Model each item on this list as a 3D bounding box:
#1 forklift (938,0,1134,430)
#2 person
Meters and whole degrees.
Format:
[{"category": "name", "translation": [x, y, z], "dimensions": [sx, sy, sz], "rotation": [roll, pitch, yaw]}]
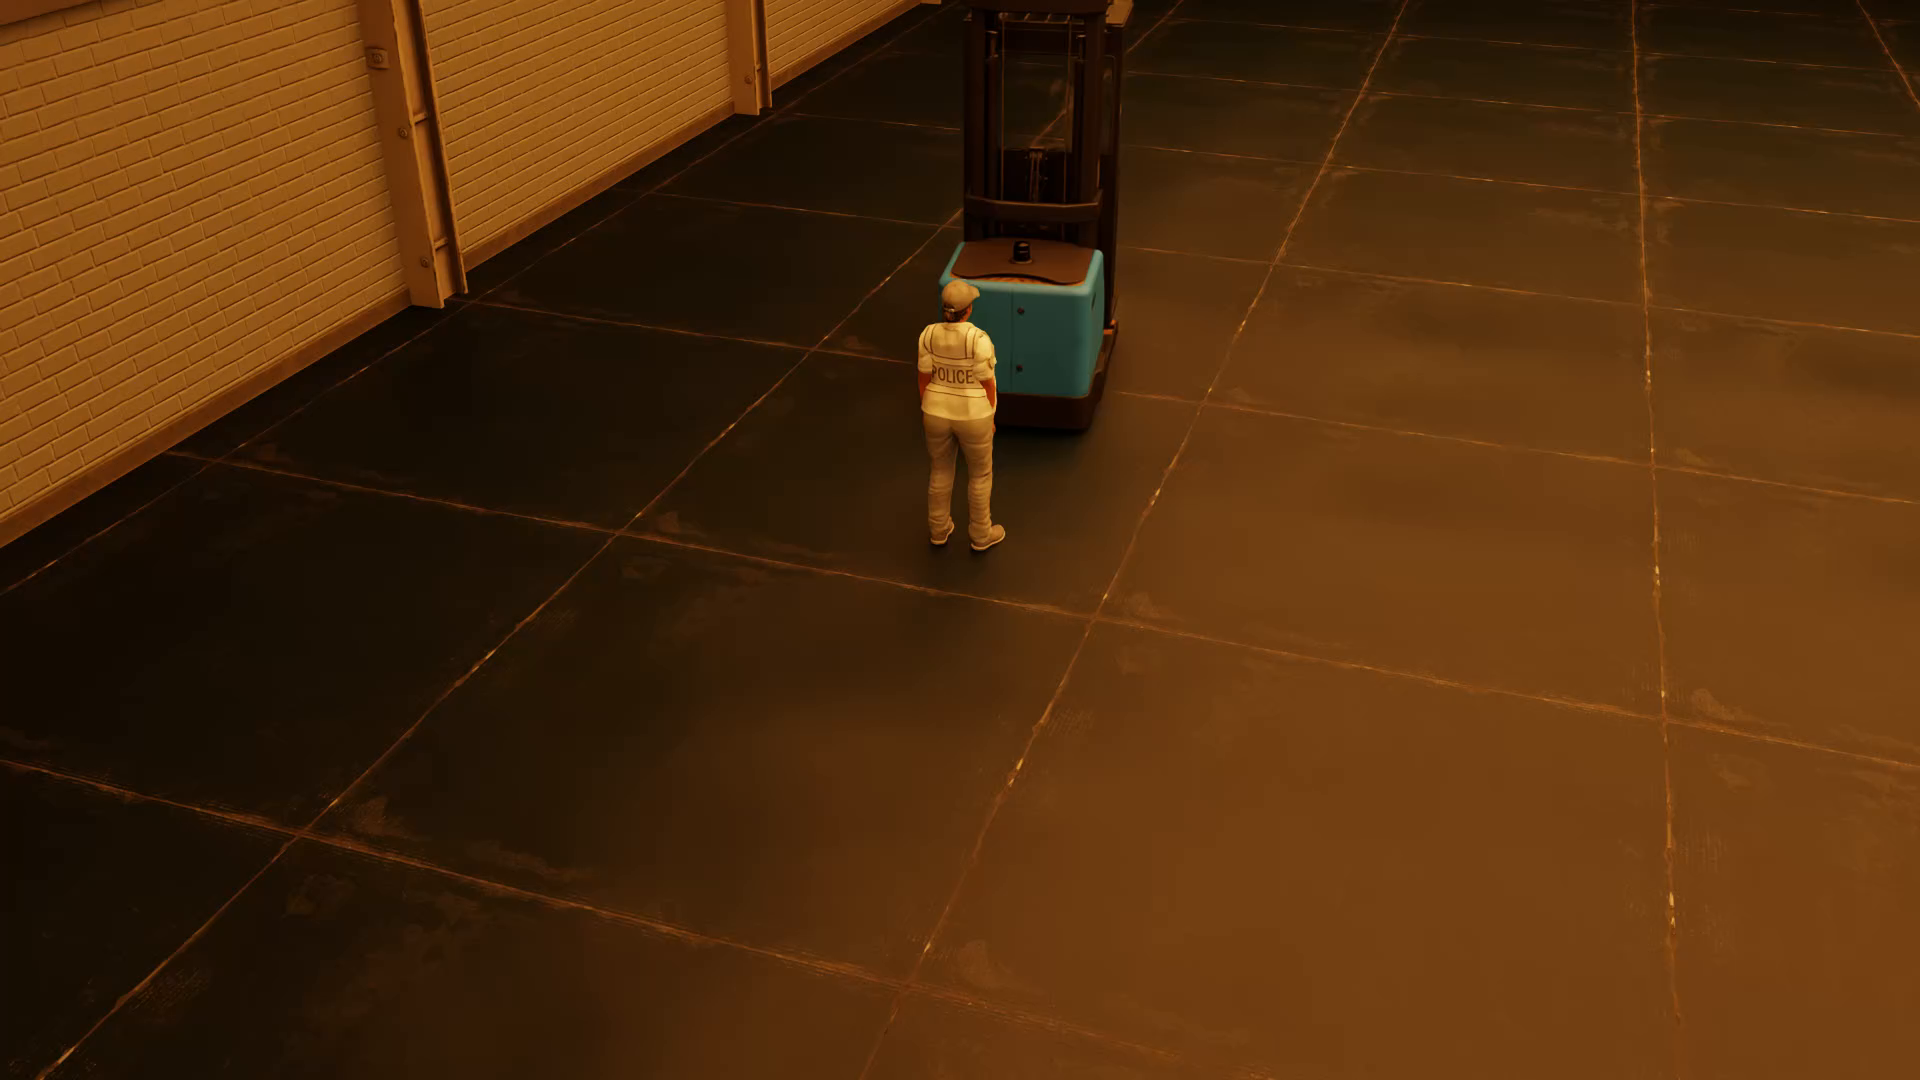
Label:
[{"category": "forklift", "translation": [0.613, -2.728, 11.923], "dimensions": [1.130, 2.935, 3.031], "rotation": [5, 30, 9]}, {"category": "person", "translation": [0.007, -0.721, 9.688], "dimensions": [0.483, 1.668, 0.394], "rotation": [10, 31, 16]}]
